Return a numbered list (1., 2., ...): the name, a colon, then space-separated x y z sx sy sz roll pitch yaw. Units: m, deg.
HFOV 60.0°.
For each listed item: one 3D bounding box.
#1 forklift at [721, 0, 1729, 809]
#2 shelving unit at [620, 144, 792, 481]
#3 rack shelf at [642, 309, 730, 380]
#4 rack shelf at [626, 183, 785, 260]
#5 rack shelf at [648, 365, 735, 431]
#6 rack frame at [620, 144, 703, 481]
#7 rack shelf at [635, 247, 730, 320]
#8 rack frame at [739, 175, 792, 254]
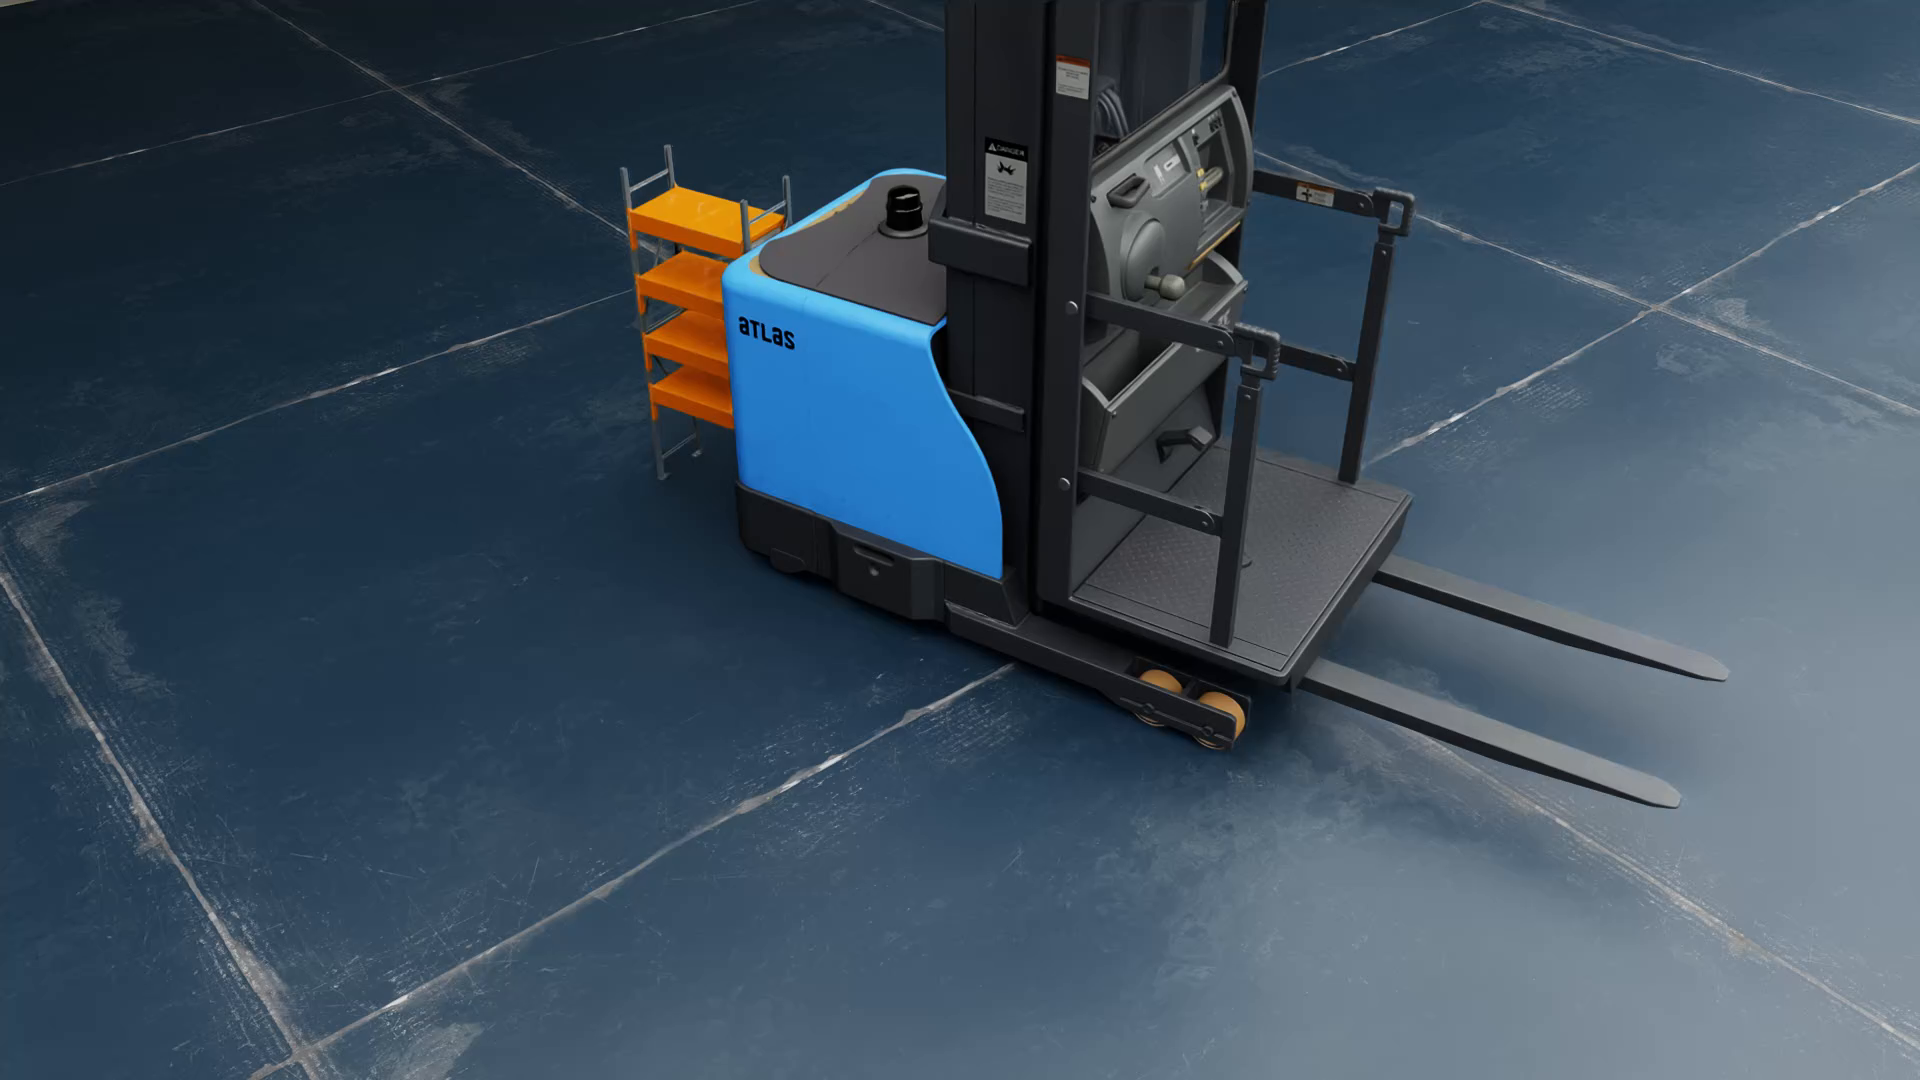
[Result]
1. forklift: 0.775 -0.934 4.533 3.031 2.935 1.130 20 40 25
2. shelving unit: -0.822 -0.691 5.688 0.503 1.200 0.258 20 40 25
3. rack shelf: -0.822 -0.636 5.727 0.480 0.148 0.258 20 40 25
4. rack shelf: -0.822 -1.012 5.461 0.480 0.148 0.258 20 40 25
5. rack shelf: -0.822 -0.474 5.842 0.480 0.148 0.258 20 40 25
6. rack frame: -1.030 -0.766 5.793 0.015 1.200 0.240 20 40 25
7. rack shelf: -0.822 -0.819 5.598 0.480 0.148 0.258 20 40 25
8. rack frame: -0.615 -0.617 5.583 0.015 1.200 0.240 20 40 25
